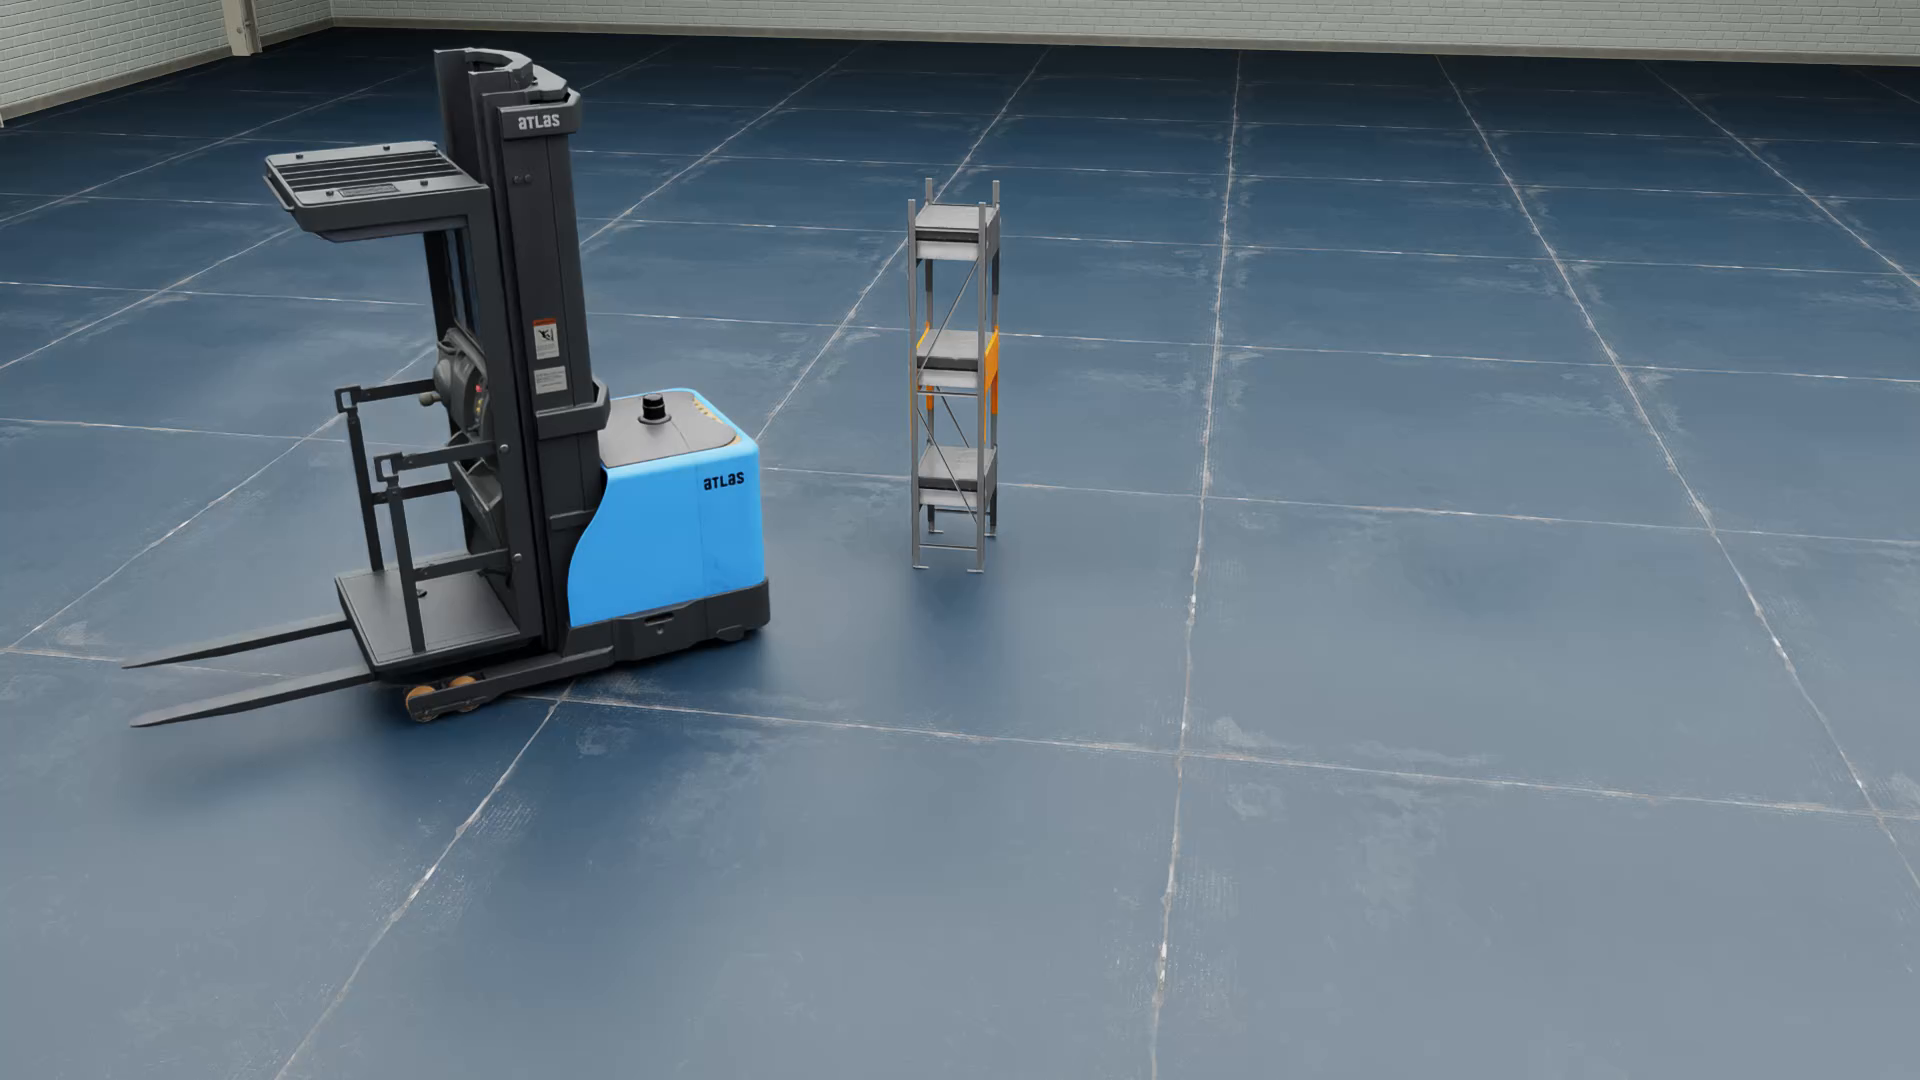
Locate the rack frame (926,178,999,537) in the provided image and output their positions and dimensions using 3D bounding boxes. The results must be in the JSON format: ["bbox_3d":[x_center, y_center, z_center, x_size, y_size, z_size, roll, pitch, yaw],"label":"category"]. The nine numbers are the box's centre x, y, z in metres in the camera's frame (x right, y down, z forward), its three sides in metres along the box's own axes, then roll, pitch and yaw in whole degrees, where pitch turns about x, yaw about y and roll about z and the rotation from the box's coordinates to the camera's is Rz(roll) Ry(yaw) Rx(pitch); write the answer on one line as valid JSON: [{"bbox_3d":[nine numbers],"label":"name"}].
[{"bbox_3d":[0.013,-0.984,9.375,0.400,2.100,0.015,4,25,9],"label":"rack frame"}]

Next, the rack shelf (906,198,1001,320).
[{"bbox_3d":[-0.027,-1.503,8.866,0.431,0.518,0.480,4,25,9],"label":"rack shelf"}]

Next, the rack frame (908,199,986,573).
[{"bbox_3d":[-0.067,-0.780,8.939,0.400,2.100,0.015,4,25,9],"label":"rack frame"}]

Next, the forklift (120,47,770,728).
[{"bbox_3d":[-2.536,-0.719,7.830,3.031,2.935,1.130,-13,28,-25],"label":"forklift"}]

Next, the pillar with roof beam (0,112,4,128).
[{"bbox_3d":[-7.884,-8.872,18.089,9.100,9.000,0.400,4,25,9],"label":"pillar with roof beam"}]

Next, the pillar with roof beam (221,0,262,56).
[{"bbox_3d":[-6.904,-11.381,23.450,9.100,9.000,0.400,4,25,9],"label":"pillar with roof beam"}]

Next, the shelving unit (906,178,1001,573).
[{"bbox_3d":[-0.027,-0.882,9.157,0.431,2.100,0.503,4,25,9],"label":"shelving unit"}]

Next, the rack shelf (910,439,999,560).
[{"bbox_3d":[-0.027,-0.235,9.459,0.431,0.518,0.480,4,25,9],"label":"rack shelf"}]

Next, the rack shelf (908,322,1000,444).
[{"bbox_3d":[-0.027,-0.869,9.163,0.431,0.518,0.480,4,25,9],"label":"rack shelf"}]
